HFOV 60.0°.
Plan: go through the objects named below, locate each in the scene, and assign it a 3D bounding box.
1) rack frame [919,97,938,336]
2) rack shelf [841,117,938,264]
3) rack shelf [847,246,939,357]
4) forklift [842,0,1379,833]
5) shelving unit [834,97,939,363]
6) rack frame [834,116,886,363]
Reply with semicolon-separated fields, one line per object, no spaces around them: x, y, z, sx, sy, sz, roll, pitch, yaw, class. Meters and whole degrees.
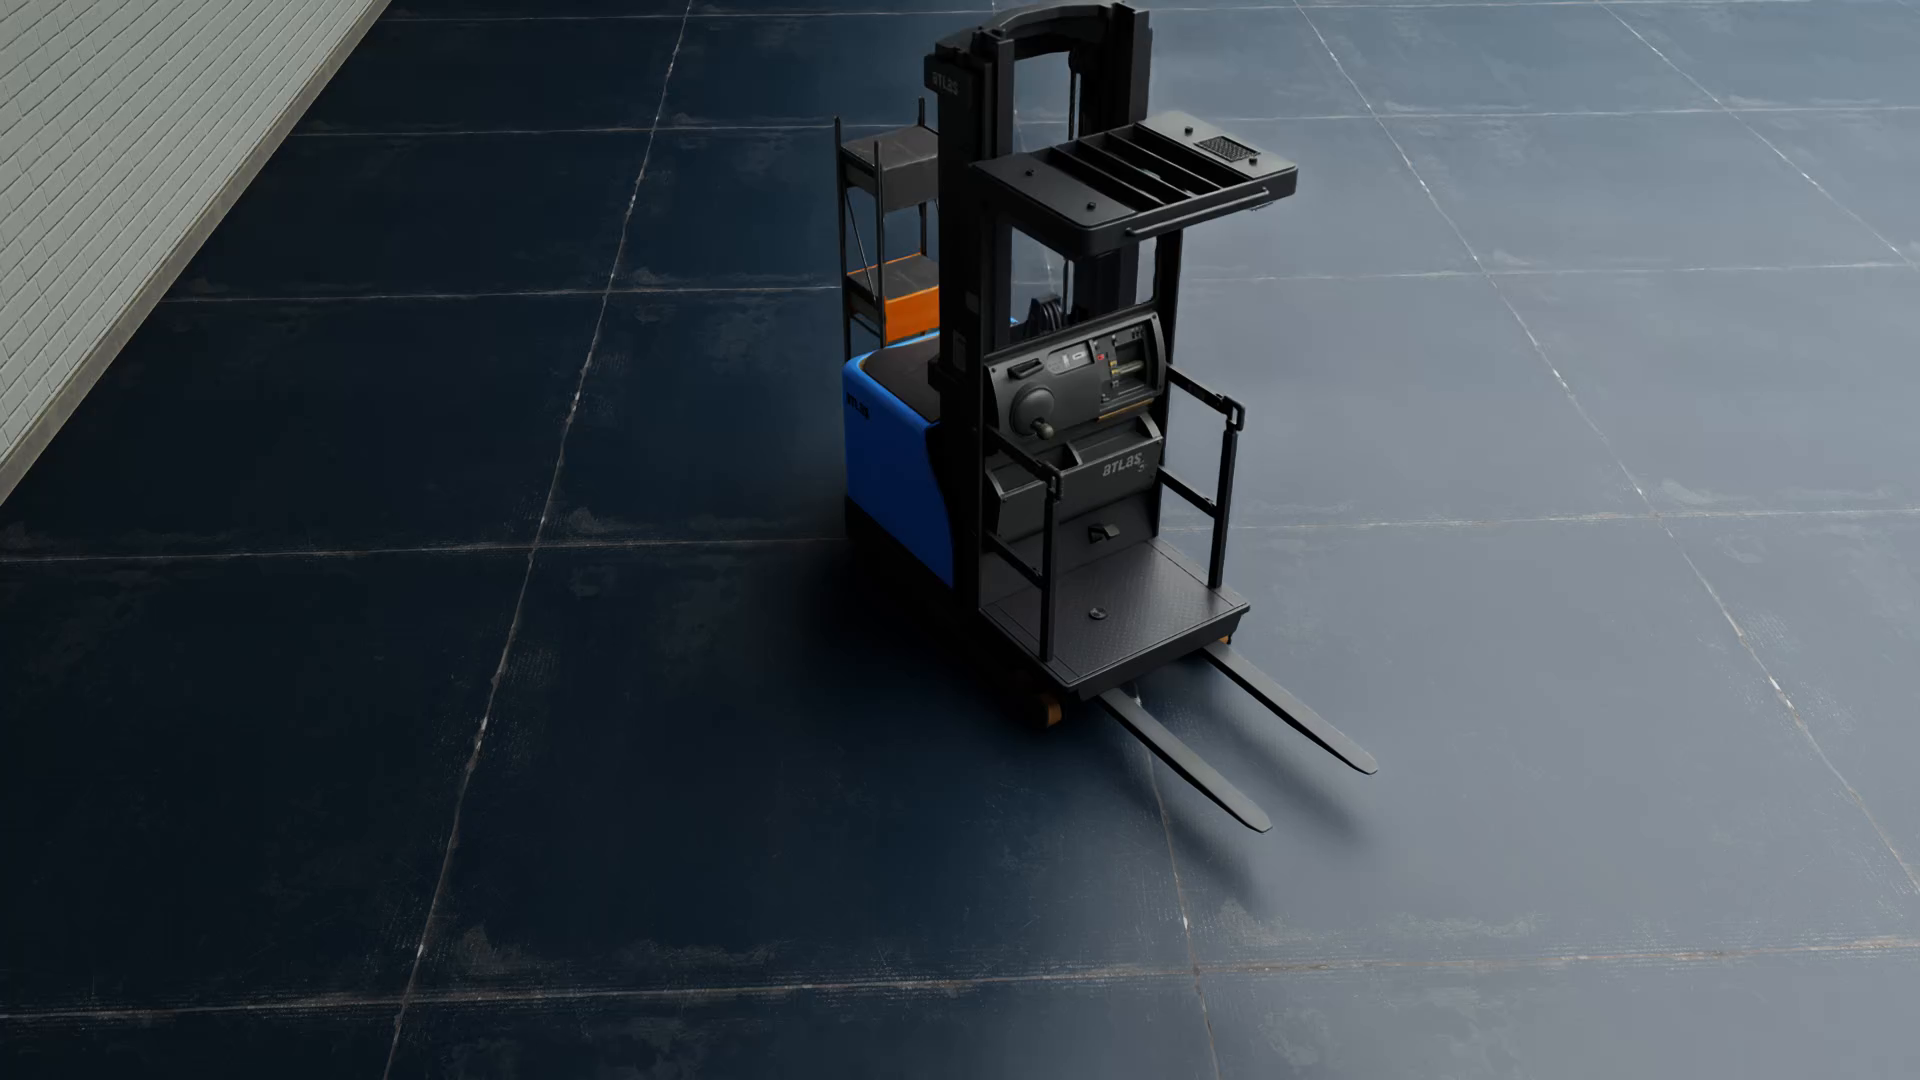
-0.088;-1.251;8.749;0.015;2.100;0.400;-21;40;-27;rack frame
-0.290;-1.738;8.246;0.480;0.518;0.431;-21;40;-27;rack shelf
-0.290;-1.162;8.645;0.480;0.518;0.431;-21;40;-27;rack shelf
0.643;-0.664;7.171;1.130;2.935;3.031;-21;40;-27;forklift
-0.290;-1.174;8.637;0.503;2.100;0.431;-21;40;-27;shelving unit
-0.492;-1.096;8.524;0.015;2.100;0.400;-21;40;-27;rack frame
